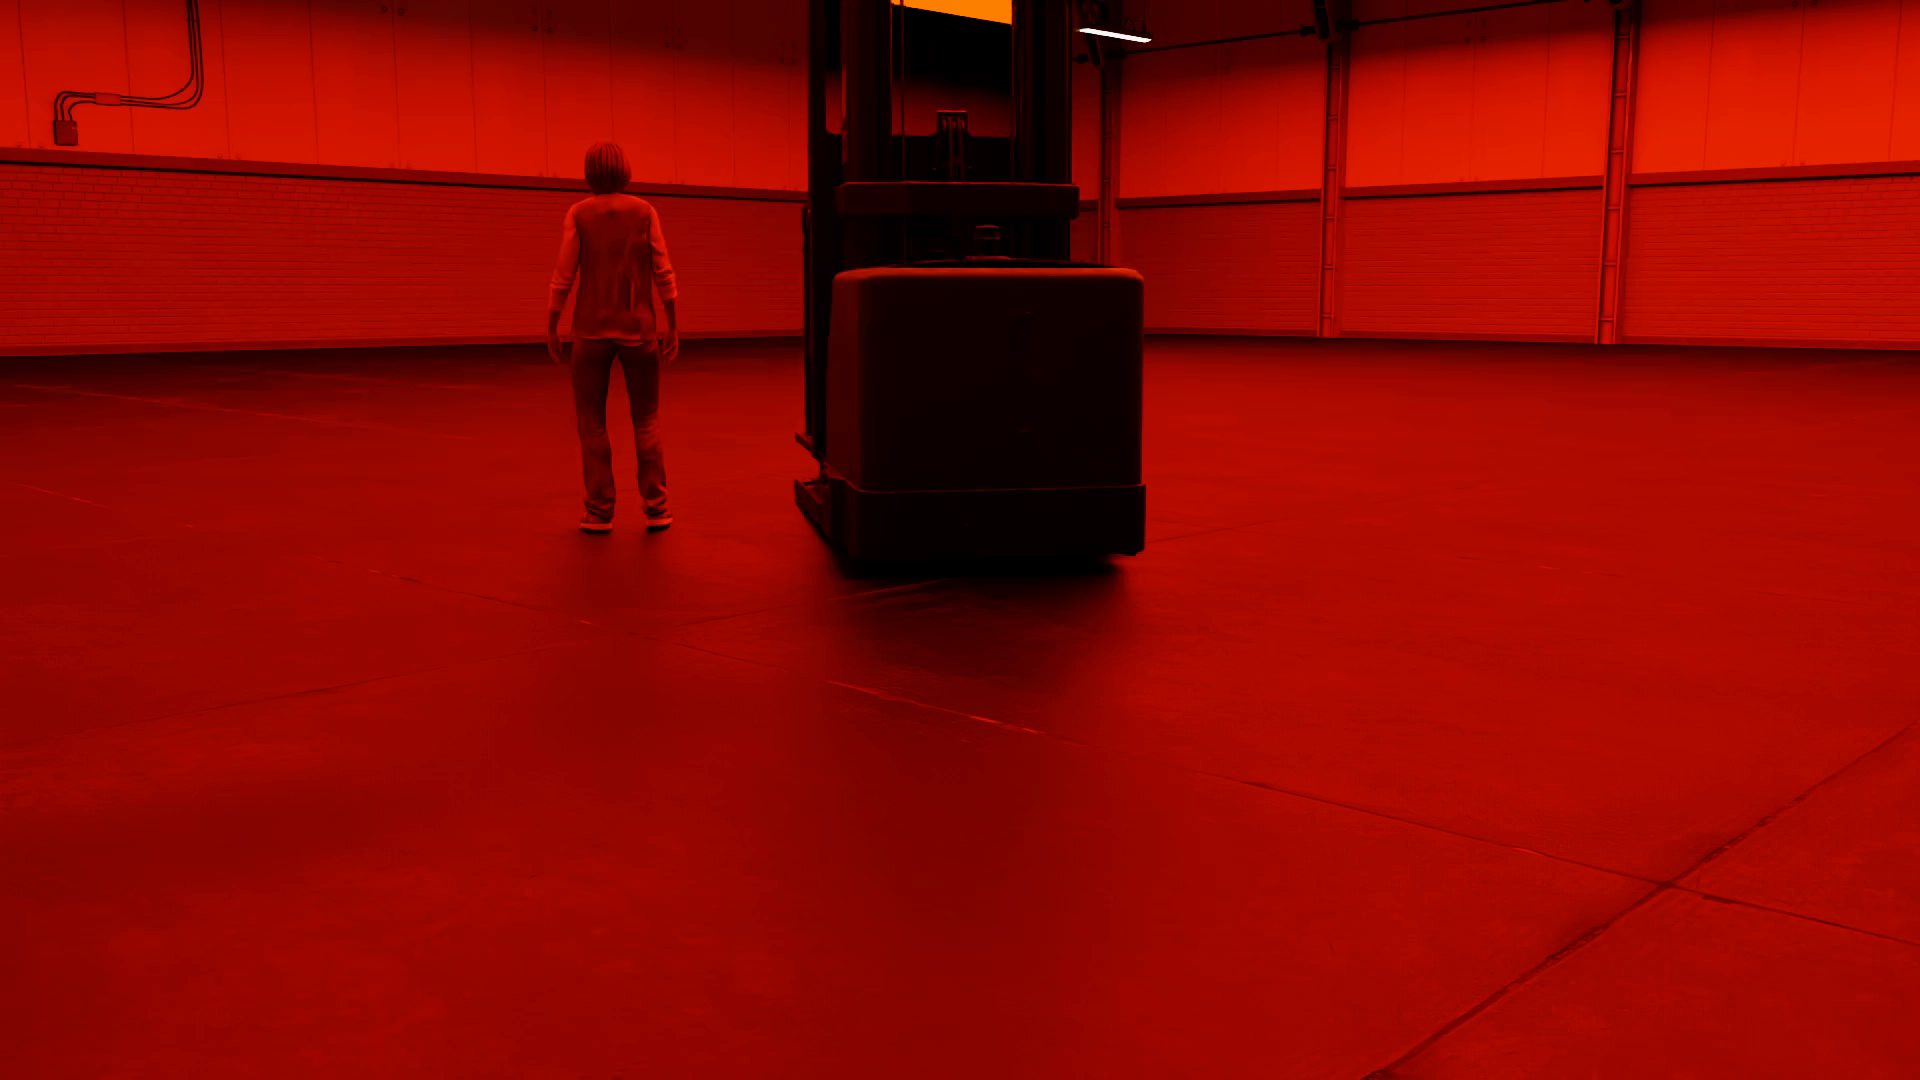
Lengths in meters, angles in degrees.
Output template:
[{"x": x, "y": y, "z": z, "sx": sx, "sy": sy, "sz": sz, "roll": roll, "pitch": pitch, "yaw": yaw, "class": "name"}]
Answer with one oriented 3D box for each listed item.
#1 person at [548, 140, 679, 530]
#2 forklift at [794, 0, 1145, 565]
[{"x": -1.437, "y": -0.834, "z": 6.890, "sx": 0.530, "sy": 1.600, "sz": 0.401, "roll": -3, "pitch": 9, "yaw": -18, "class": "person"}, {"x": -0.131, "y": -1.538, "z": 7.091, "sx": 1.130, "sy": 2.935, "sz": 3.031, "roll": -2, "pitch": 9, "yaw": -11, "class": "forklift"}]
